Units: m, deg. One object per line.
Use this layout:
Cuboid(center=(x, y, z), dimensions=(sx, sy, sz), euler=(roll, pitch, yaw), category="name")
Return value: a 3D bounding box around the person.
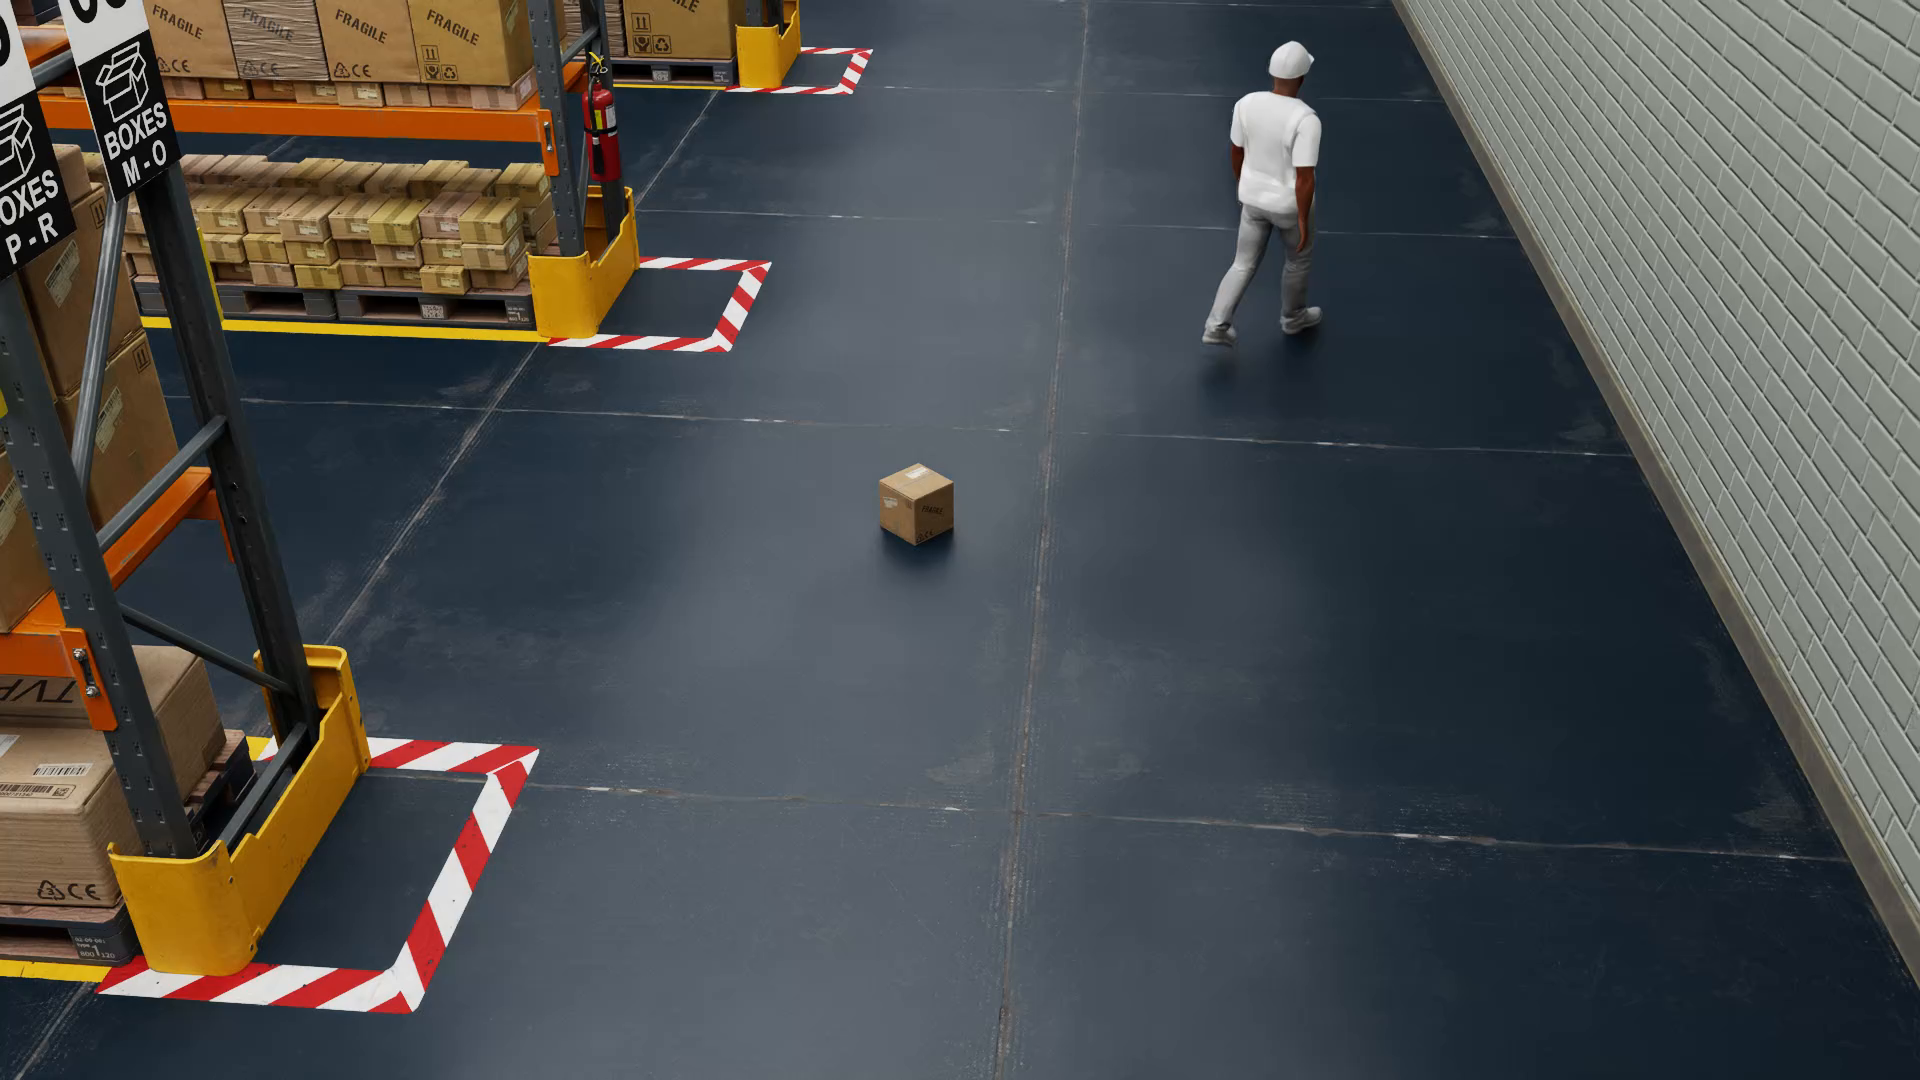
Cuboid(center=(1.724, -1.880, 9.149), dimensions=(0.591, 1.731, 0.988), euler=(24, 39, 33), category="person")
